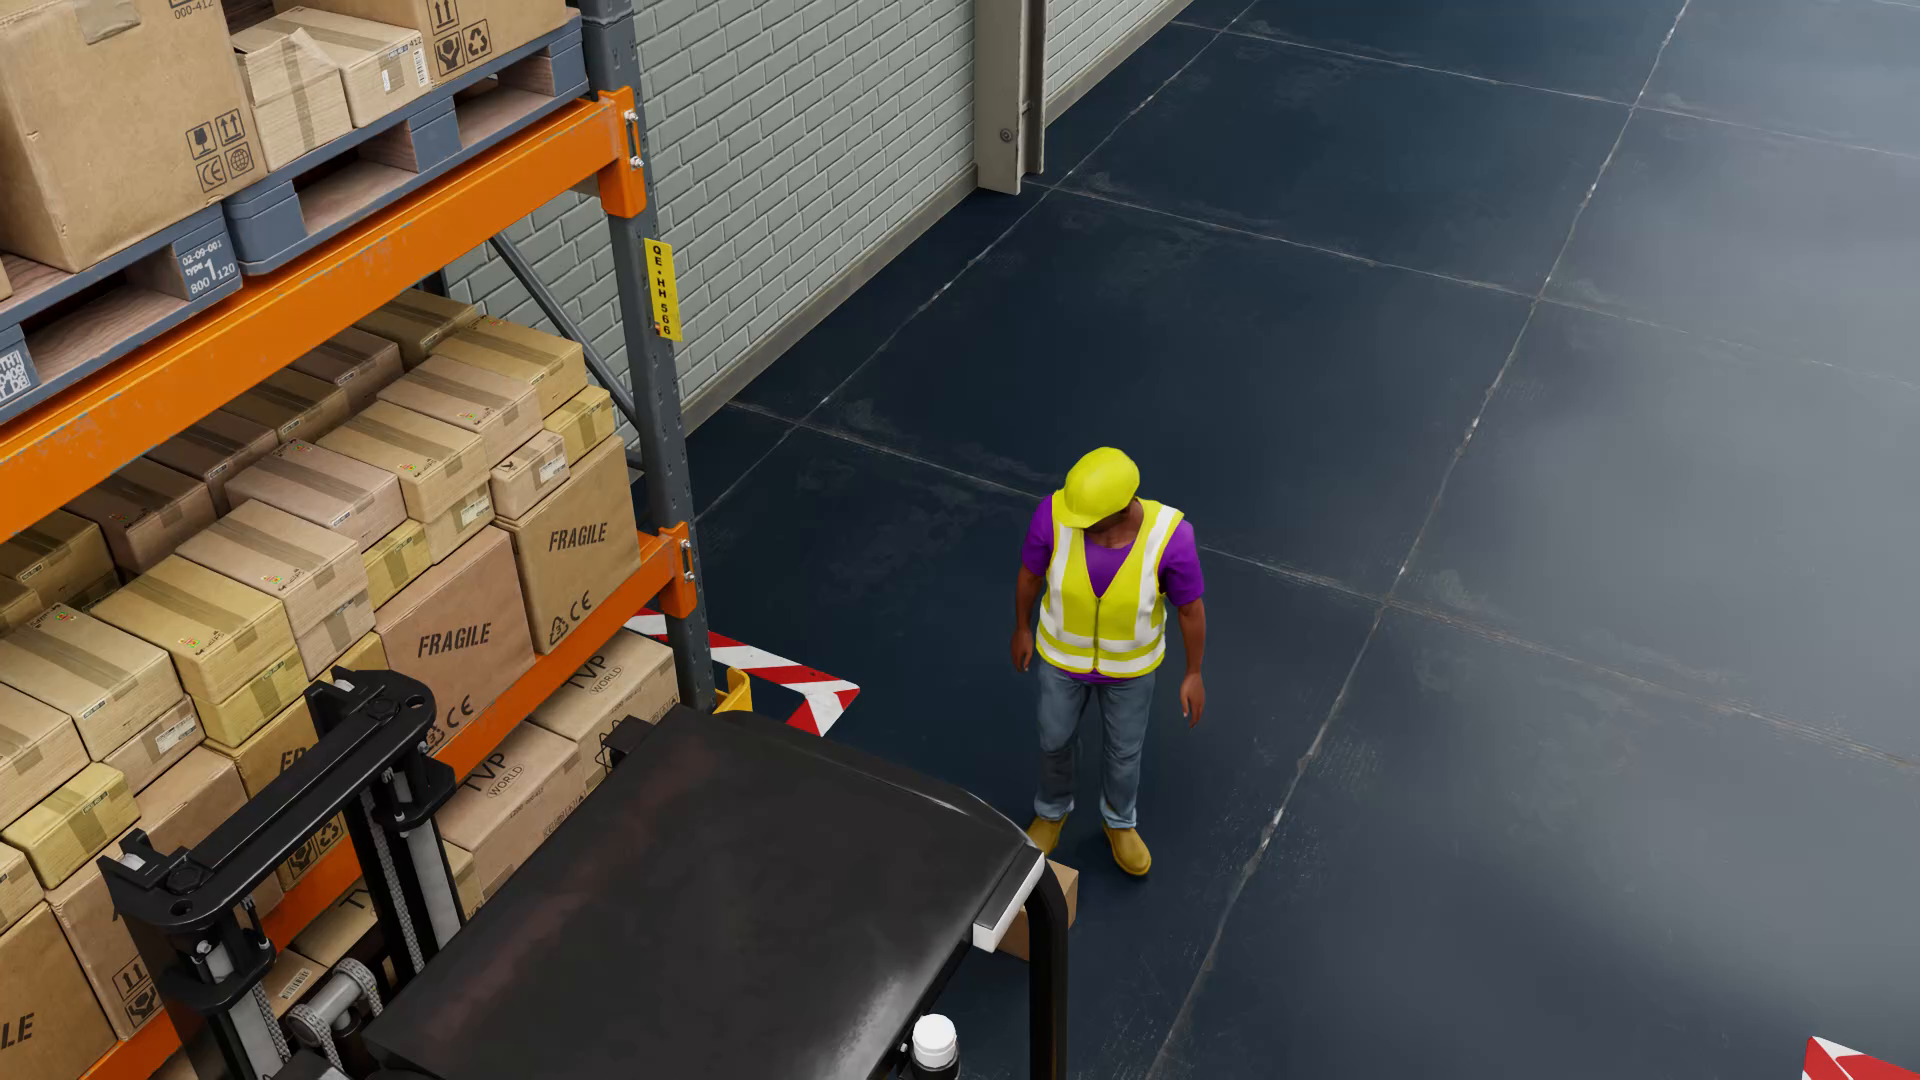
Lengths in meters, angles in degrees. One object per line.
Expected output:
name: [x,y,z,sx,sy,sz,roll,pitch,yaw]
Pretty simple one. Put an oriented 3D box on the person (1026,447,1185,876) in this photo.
person: [0.469,0.411,5.608,0.486,1.798,0.368,6,38,7]
